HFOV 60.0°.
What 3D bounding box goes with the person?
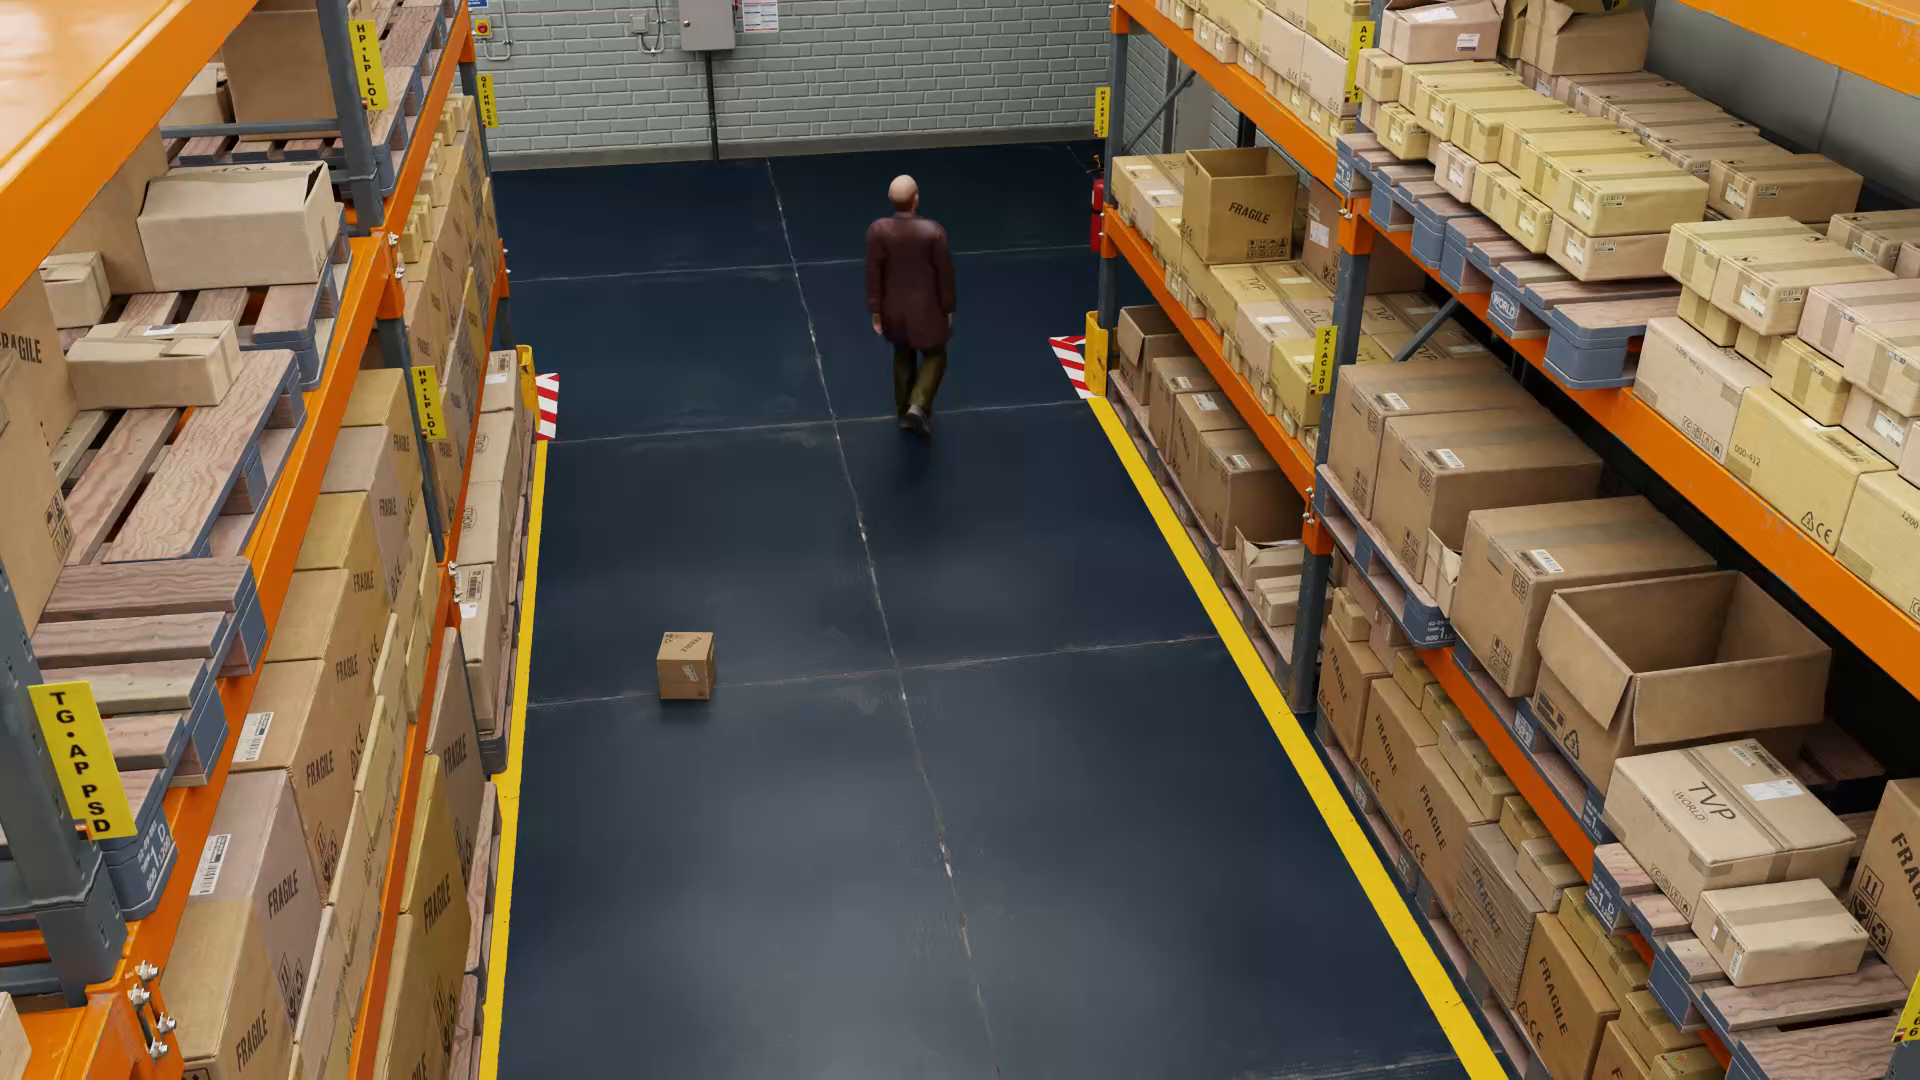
[{"bbox_3d":[-0.312,-1.480,10.663,0.576,1.757,0.790,6,31,11],"label":"person"}]
